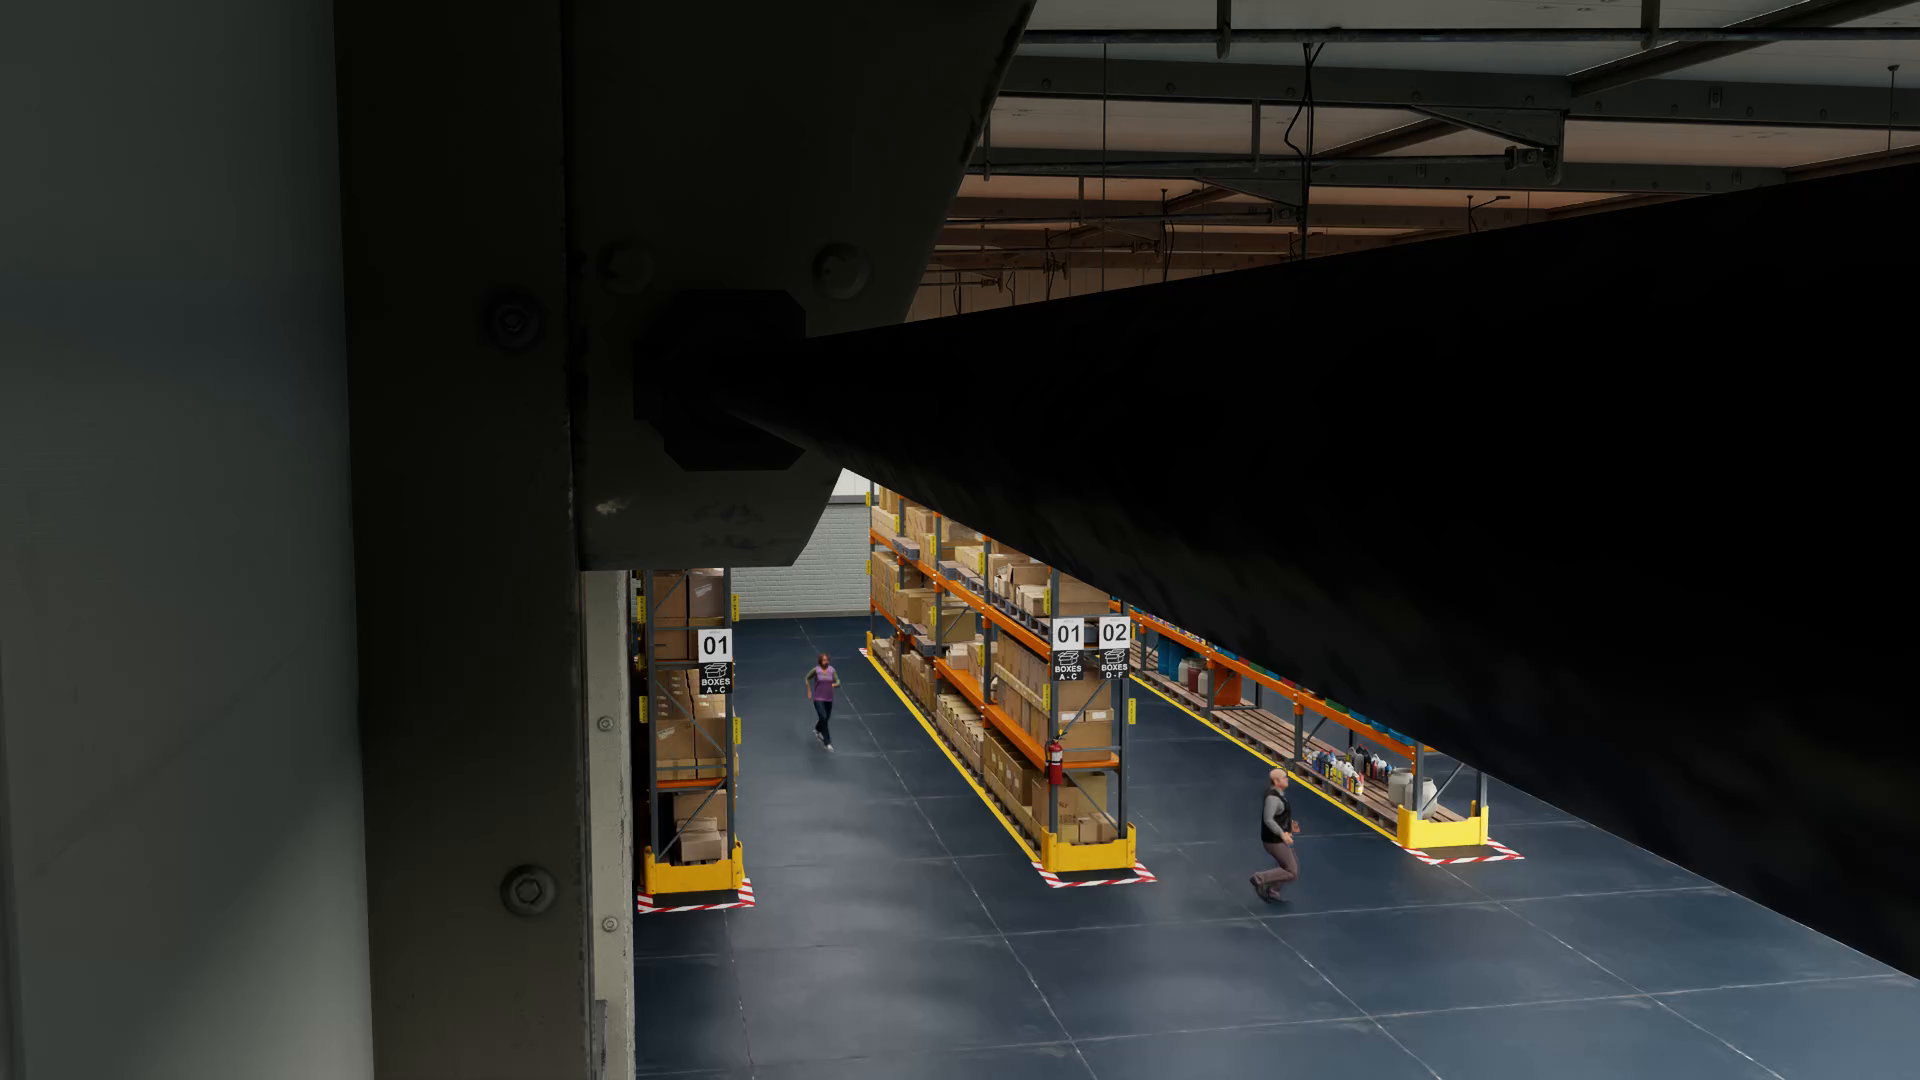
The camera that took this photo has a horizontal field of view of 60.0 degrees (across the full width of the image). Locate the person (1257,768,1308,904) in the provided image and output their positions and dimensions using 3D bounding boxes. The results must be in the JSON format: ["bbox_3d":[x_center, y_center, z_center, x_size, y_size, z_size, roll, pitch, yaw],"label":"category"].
[{"bbox_3d":[3.777,3.494,19.445,0.572,1.676,0.702,1,6,12],"label":"person"}]

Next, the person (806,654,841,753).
[{"bbox_3d":[-2.240,2.661,27.420,0.534,1.573,0.883,-3,7,-25],"label":"person"}]
